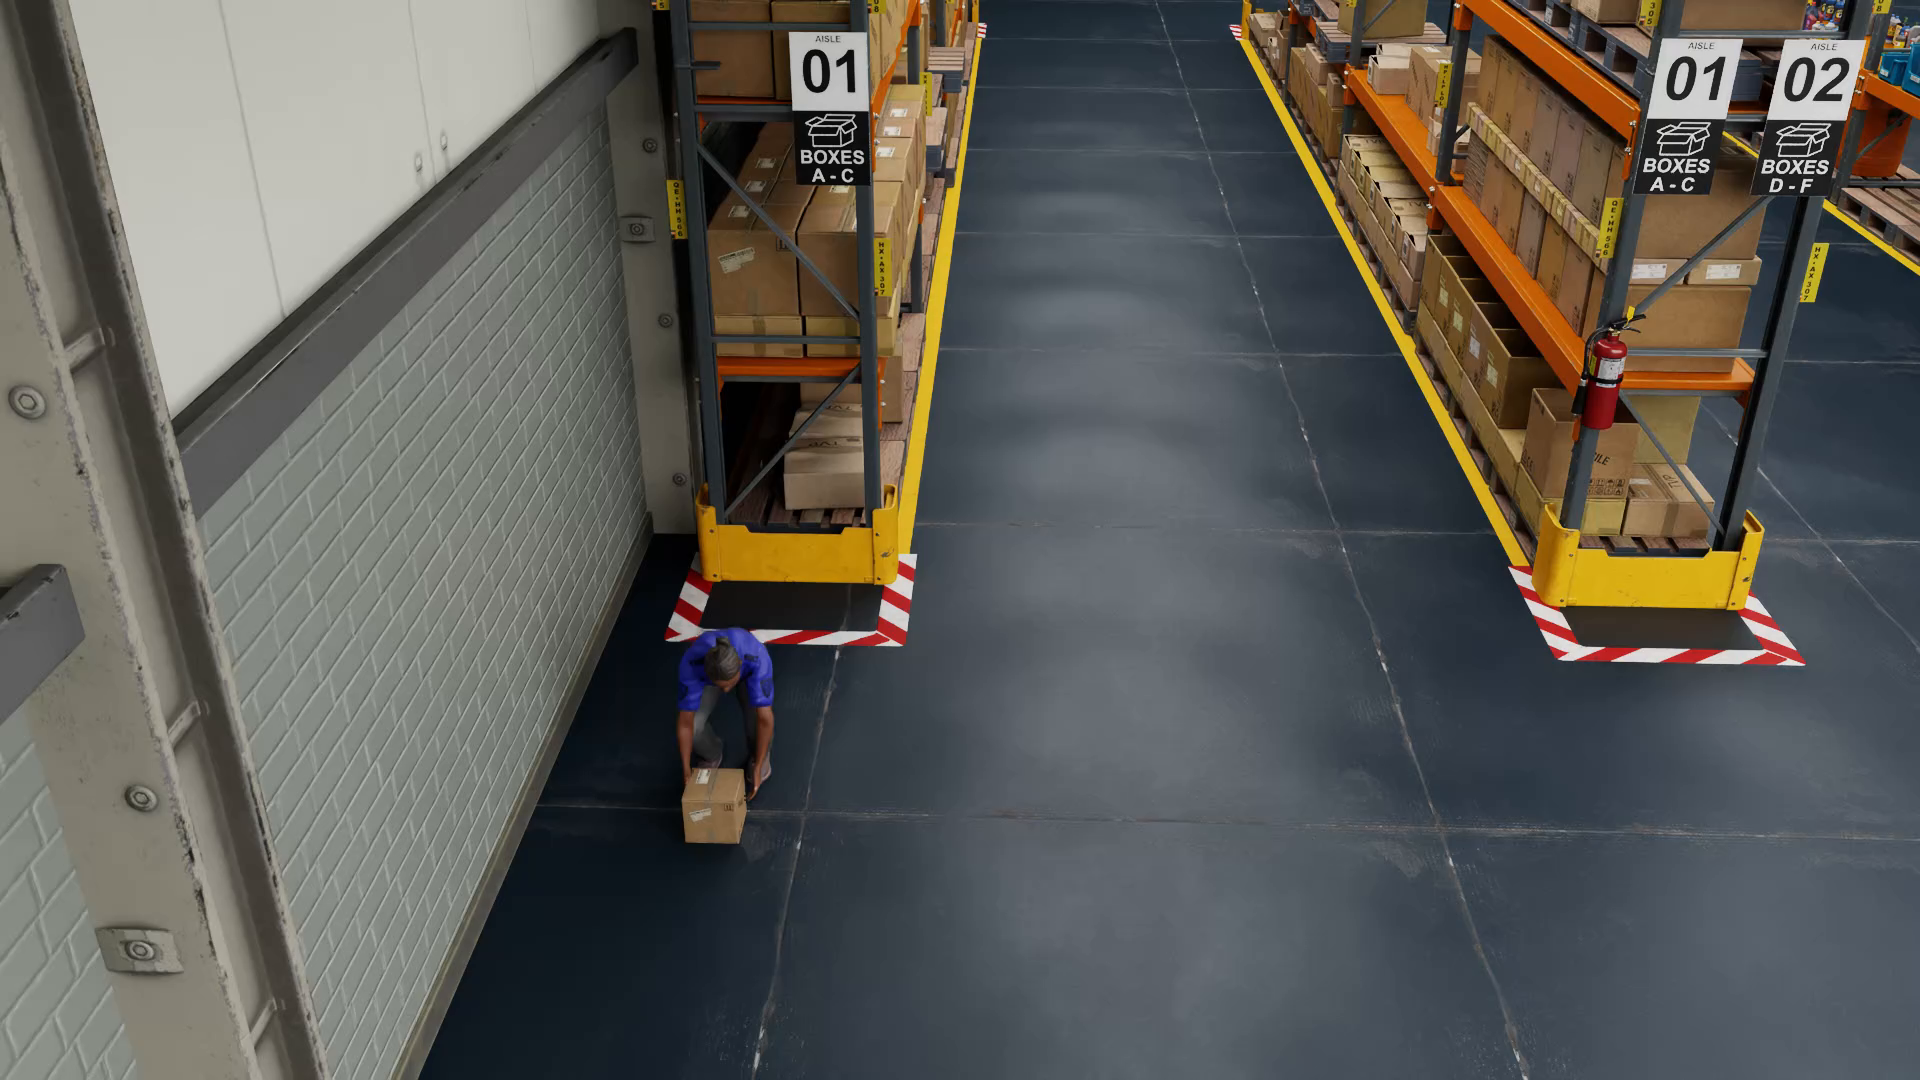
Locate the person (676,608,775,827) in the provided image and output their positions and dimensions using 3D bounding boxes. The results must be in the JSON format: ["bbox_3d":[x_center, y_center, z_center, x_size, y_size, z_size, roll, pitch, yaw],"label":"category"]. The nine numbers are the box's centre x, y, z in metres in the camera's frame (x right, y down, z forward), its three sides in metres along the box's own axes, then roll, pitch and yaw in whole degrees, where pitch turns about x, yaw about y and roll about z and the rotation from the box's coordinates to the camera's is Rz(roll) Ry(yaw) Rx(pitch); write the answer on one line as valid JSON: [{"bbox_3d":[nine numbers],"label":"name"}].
[{"bbox_3d":[-1.118,0.839,7.931,0.461,0.836,0.865,0,28,-1],"label":"person"}]
